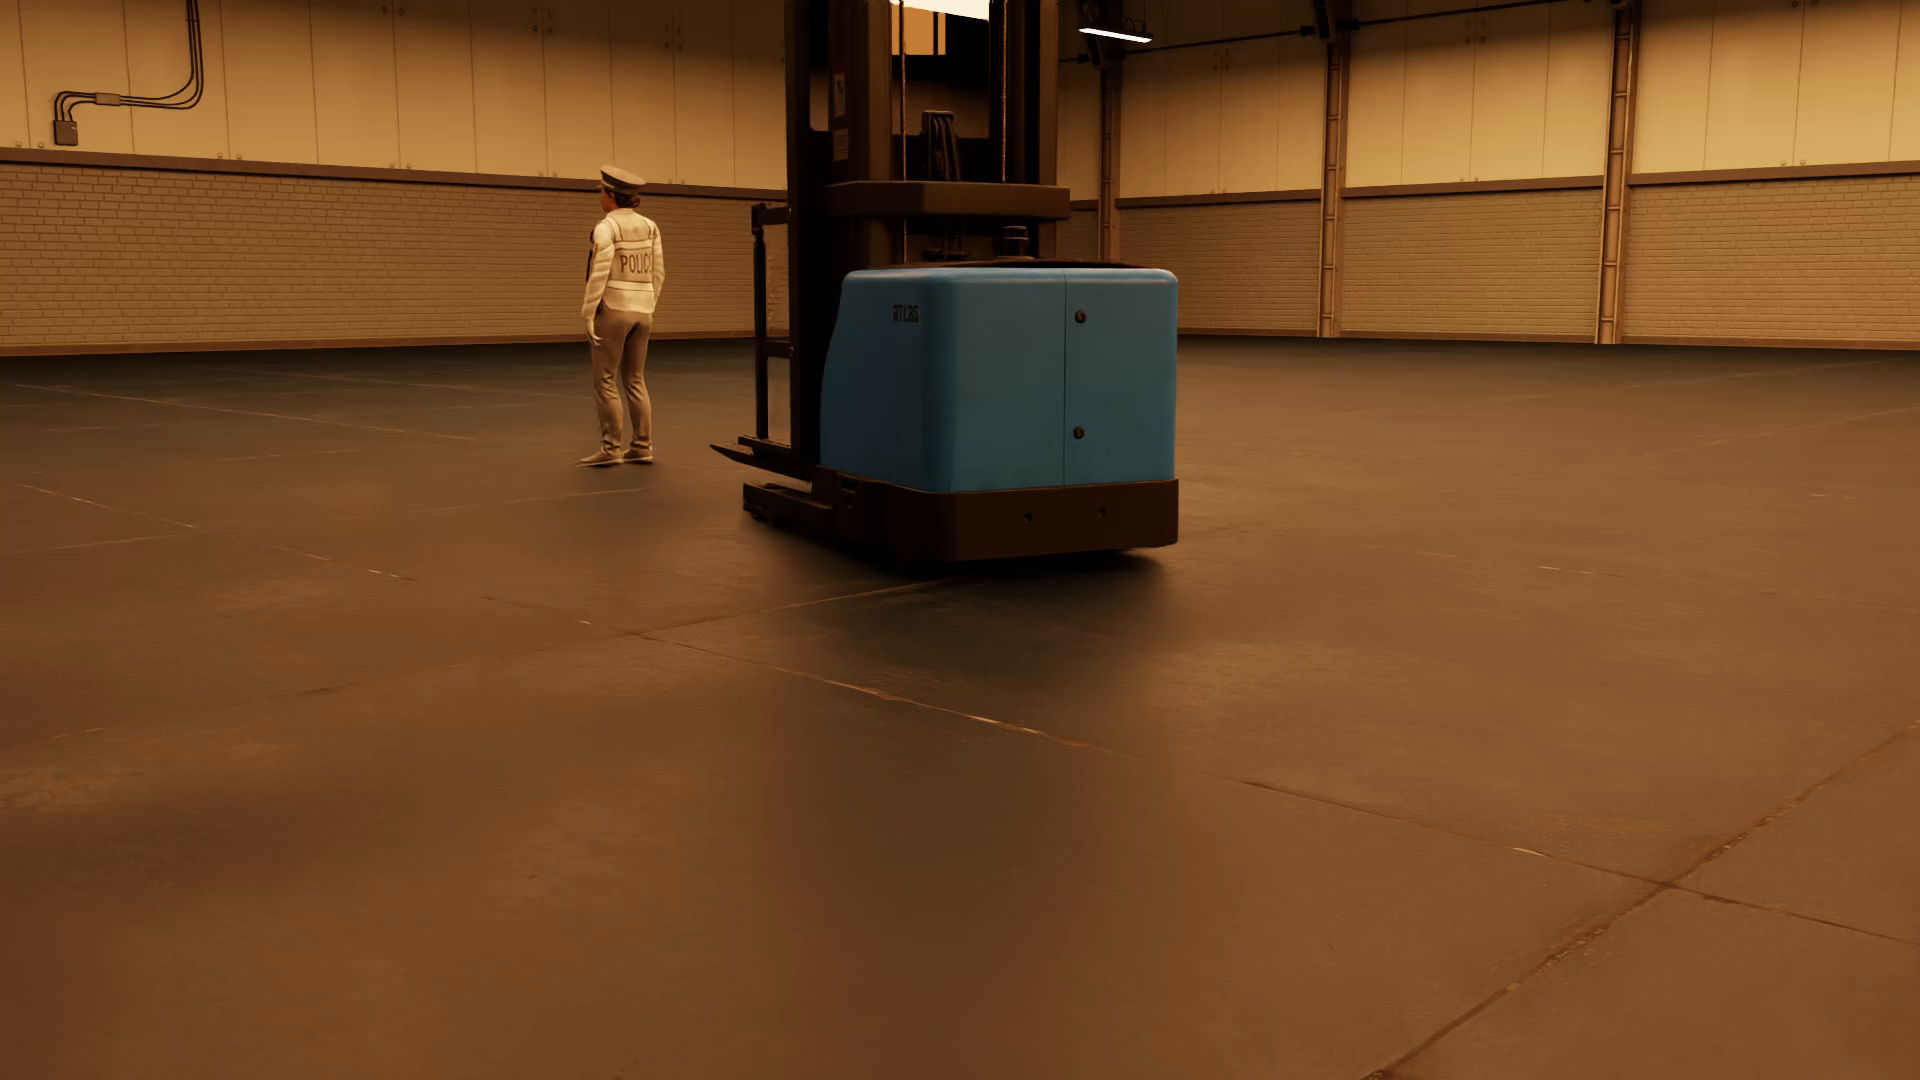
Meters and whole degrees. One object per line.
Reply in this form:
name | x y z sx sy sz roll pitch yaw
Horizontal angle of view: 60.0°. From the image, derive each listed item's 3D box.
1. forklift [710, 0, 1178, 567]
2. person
forklift | -0.297 -1.532 7.050 1.130 2.935 3.031 -4 10 -26
person | -1.953 -1.262 9.462 0.454 1.709 0.570 6 10 34
